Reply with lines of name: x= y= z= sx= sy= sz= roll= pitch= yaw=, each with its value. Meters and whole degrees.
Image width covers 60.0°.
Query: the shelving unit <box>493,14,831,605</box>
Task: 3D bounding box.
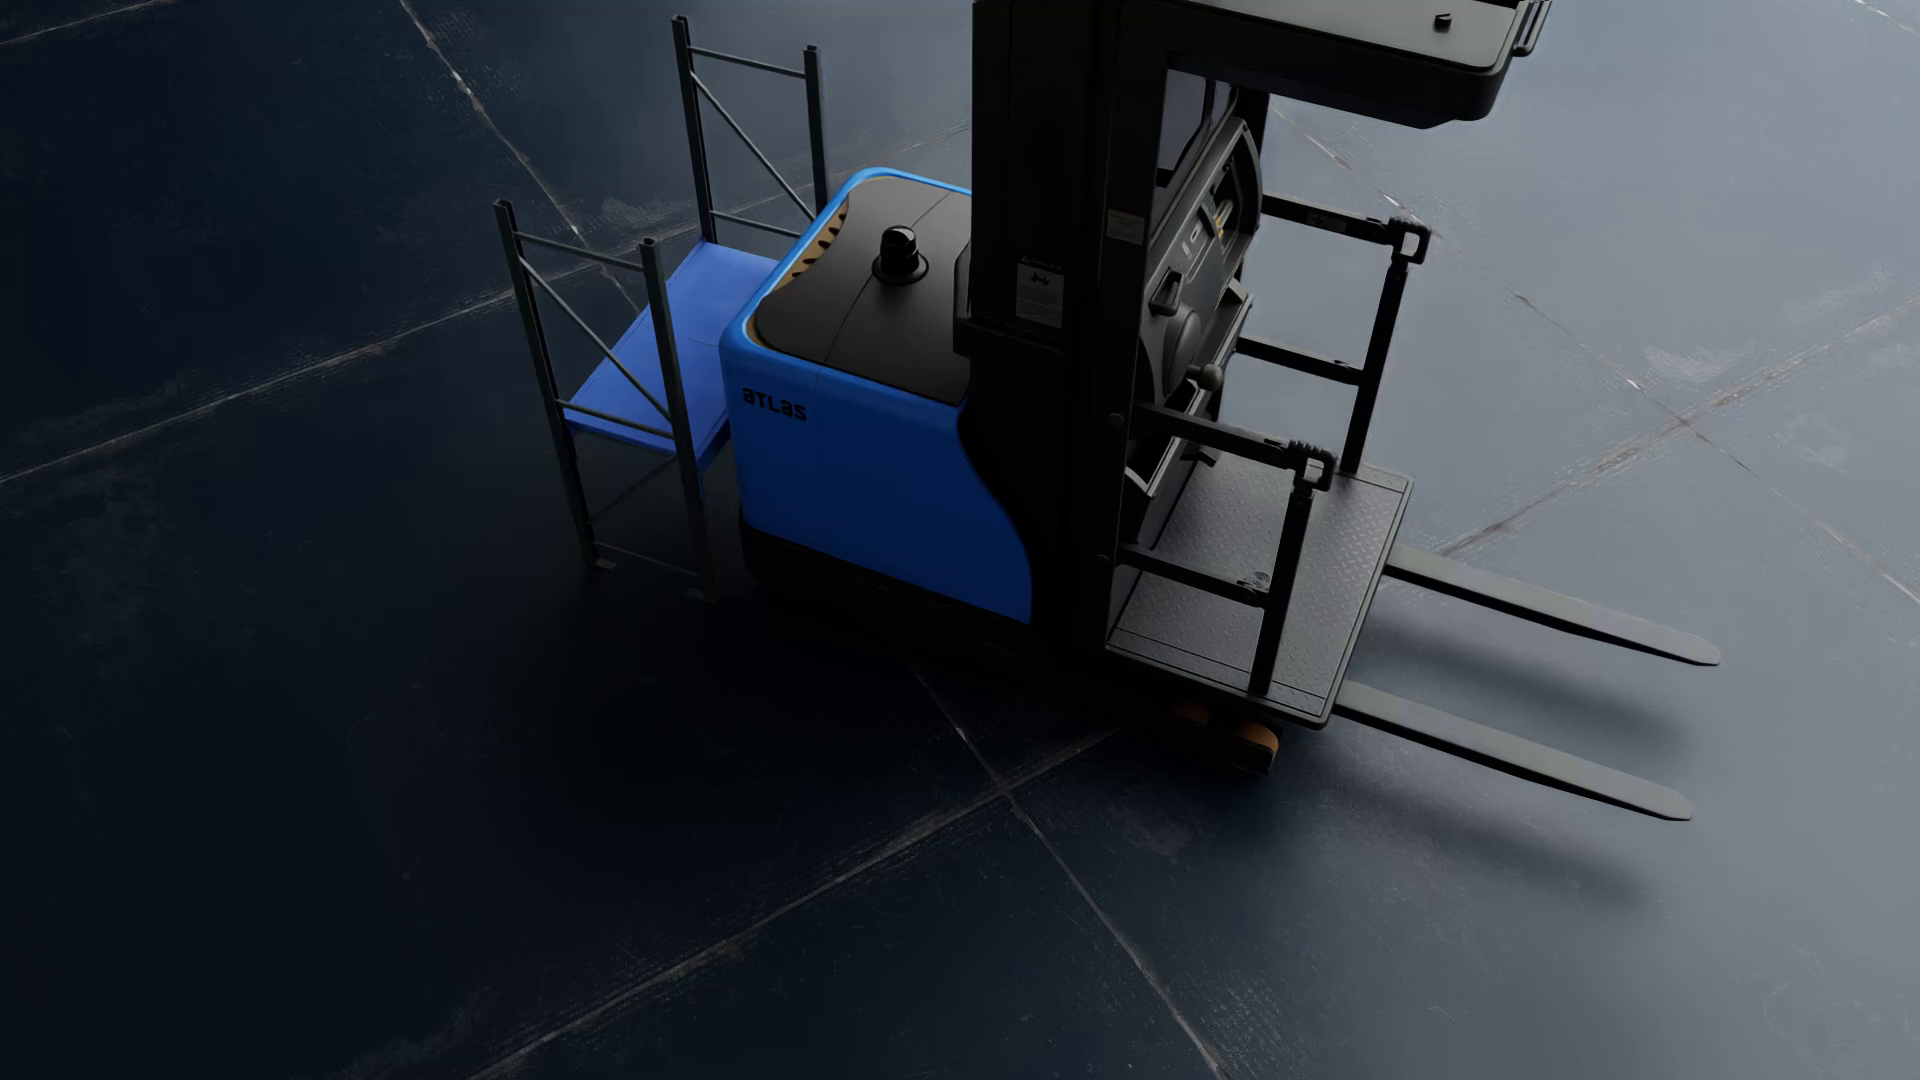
shelving unit: x=-0.855 y=-0.715 z=5.383 sx=0.538 sy=1.500 sz=1.048 roll=17 pitch=50 yaw=14

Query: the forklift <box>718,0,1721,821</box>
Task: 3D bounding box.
forklift: x=0.837 y=-0.717 z=4.426 sx=3.031 sy=2.935 sz=1.130 roll=19 pitch=51 yaw=16

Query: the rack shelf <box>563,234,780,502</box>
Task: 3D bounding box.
rack shelf: x=-0.855 y=-0.596 z=5.517 sx=0.538 sy=0.185 sz=1.000 roll=17 pitch=50 yaw=14

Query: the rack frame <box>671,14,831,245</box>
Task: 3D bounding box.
rack frame: x=-0.665 y=-1.067 z=5.696 sx=0.500 sy=1.500 sz=0.032 roll=17 pitch=50 yaw=14

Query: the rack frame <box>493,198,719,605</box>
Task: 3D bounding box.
rack frame: x=-1.046 y=-0.363 z=5.069 sx=0.500 sy=1.500 sz=0.032 roll=17 pitch=50 yaw=14
